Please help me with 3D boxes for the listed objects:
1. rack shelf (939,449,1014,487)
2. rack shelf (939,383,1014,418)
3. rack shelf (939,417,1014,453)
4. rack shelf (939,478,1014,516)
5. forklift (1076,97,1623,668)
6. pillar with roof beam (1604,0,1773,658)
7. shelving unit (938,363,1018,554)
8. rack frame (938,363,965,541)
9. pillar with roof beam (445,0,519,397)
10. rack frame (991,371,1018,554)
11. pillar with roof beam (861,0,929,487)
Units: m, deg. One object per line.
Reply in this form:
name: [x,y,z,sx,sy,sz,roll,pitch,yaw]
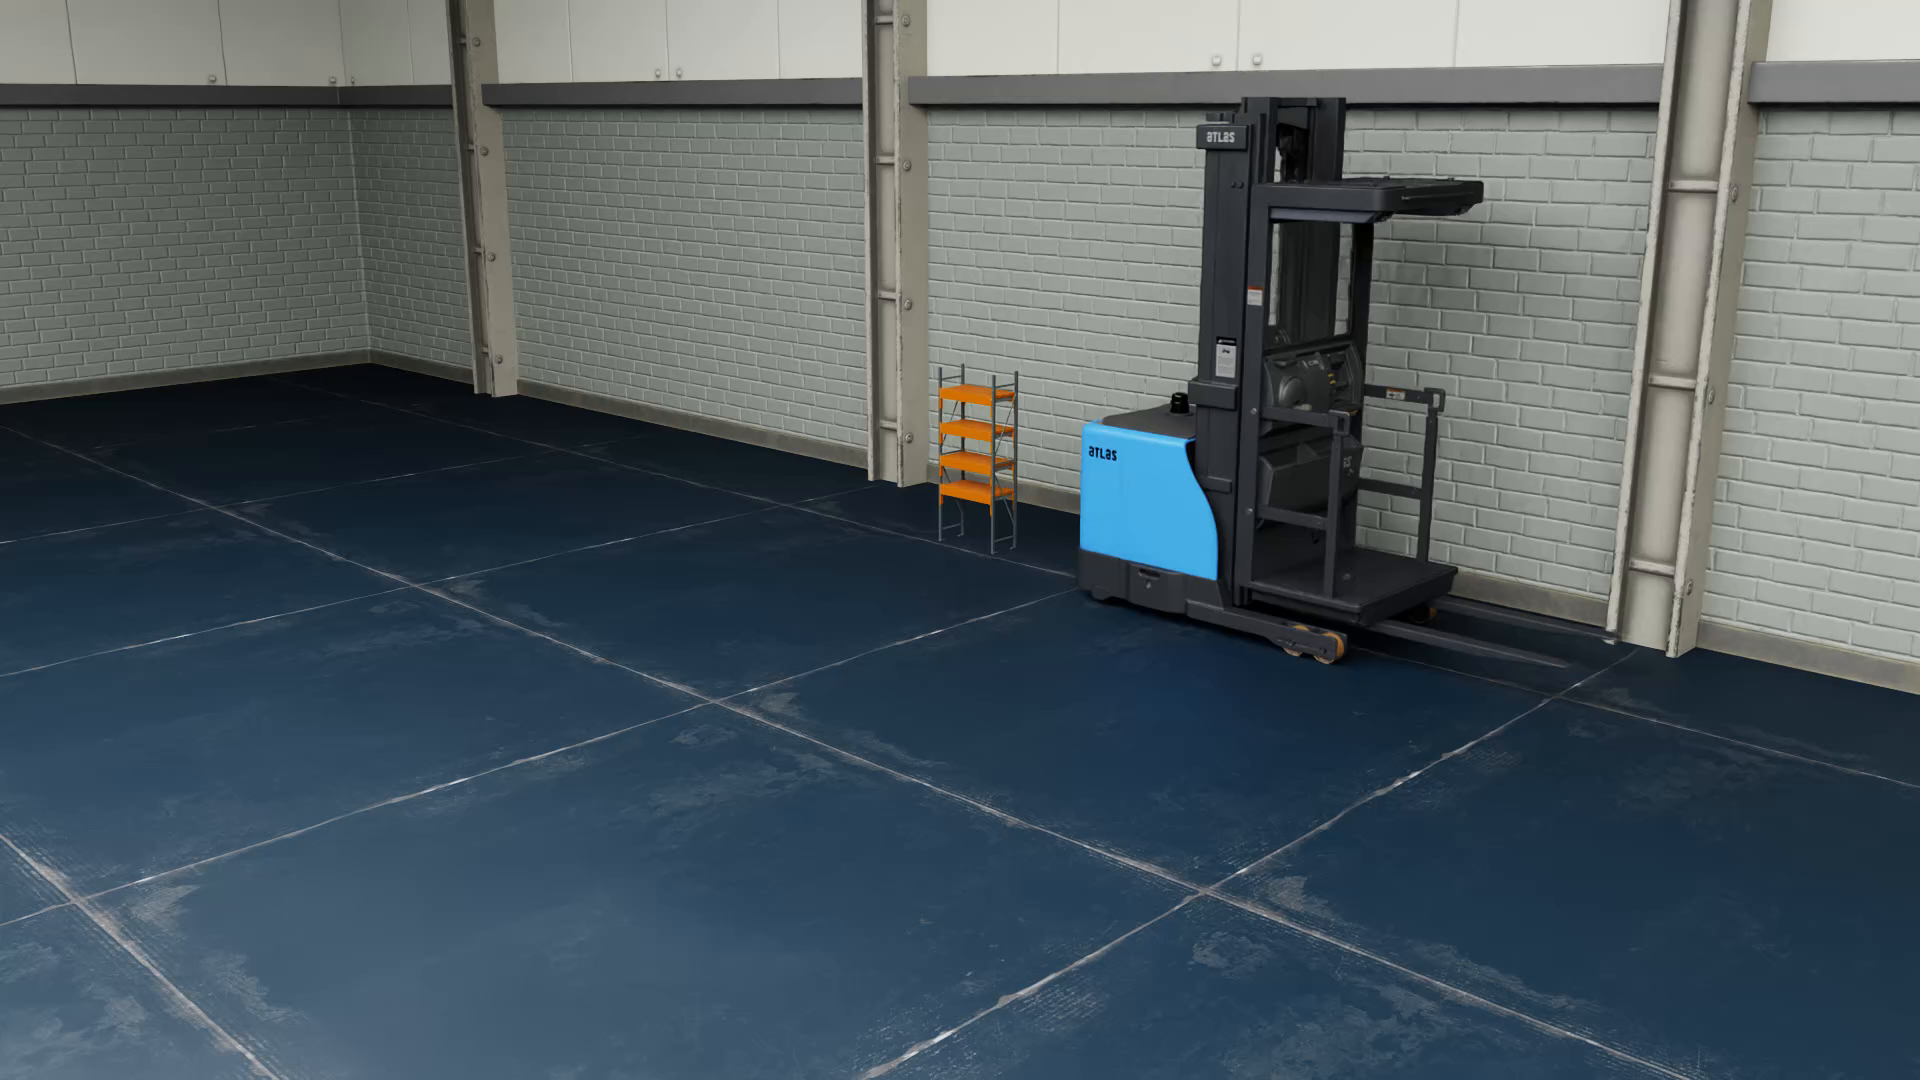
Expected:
rack shelf: [0.119,-0.487,11.187,0.480,0.148,0.258,14,20,42]
rack shelf: [0.119,-0.932,11.071,0.480,0.148,0.258,14,20,42]
rack shelf: [0.119,-0.703,11.130,0.480,0.148,0.258,14,20,42]
rack shelf: [0.119,-0.294,11.237,0.480,0.148,0.258,14,20,42]
forklift: [2.115,-0.904,9.088,3.031,2.935,1.130,14,20,42]
pillar with roof beam: [0.842,-2.997,5.089,0.400,9.000,9.100,14,20,42]
shelving unit: [0.119,-0.552,11.170,0.503,1.200,0.258,14,20,42]
rack frame: [-0.057,-0.594,11.333,0.015,1.200,0.240,14,20,42]
pillar with roof beam: [-7.797,-5.098,13.149,0.400,9.000,9.100,14,20,42]
rack frame: [0.295,-0.509,11.006,0.015,1.200,0.240,14,20,42]
pillar with roof beam: [-3.478,-4.048,9.119,0.400,9.000,9.100,14,20,42]
